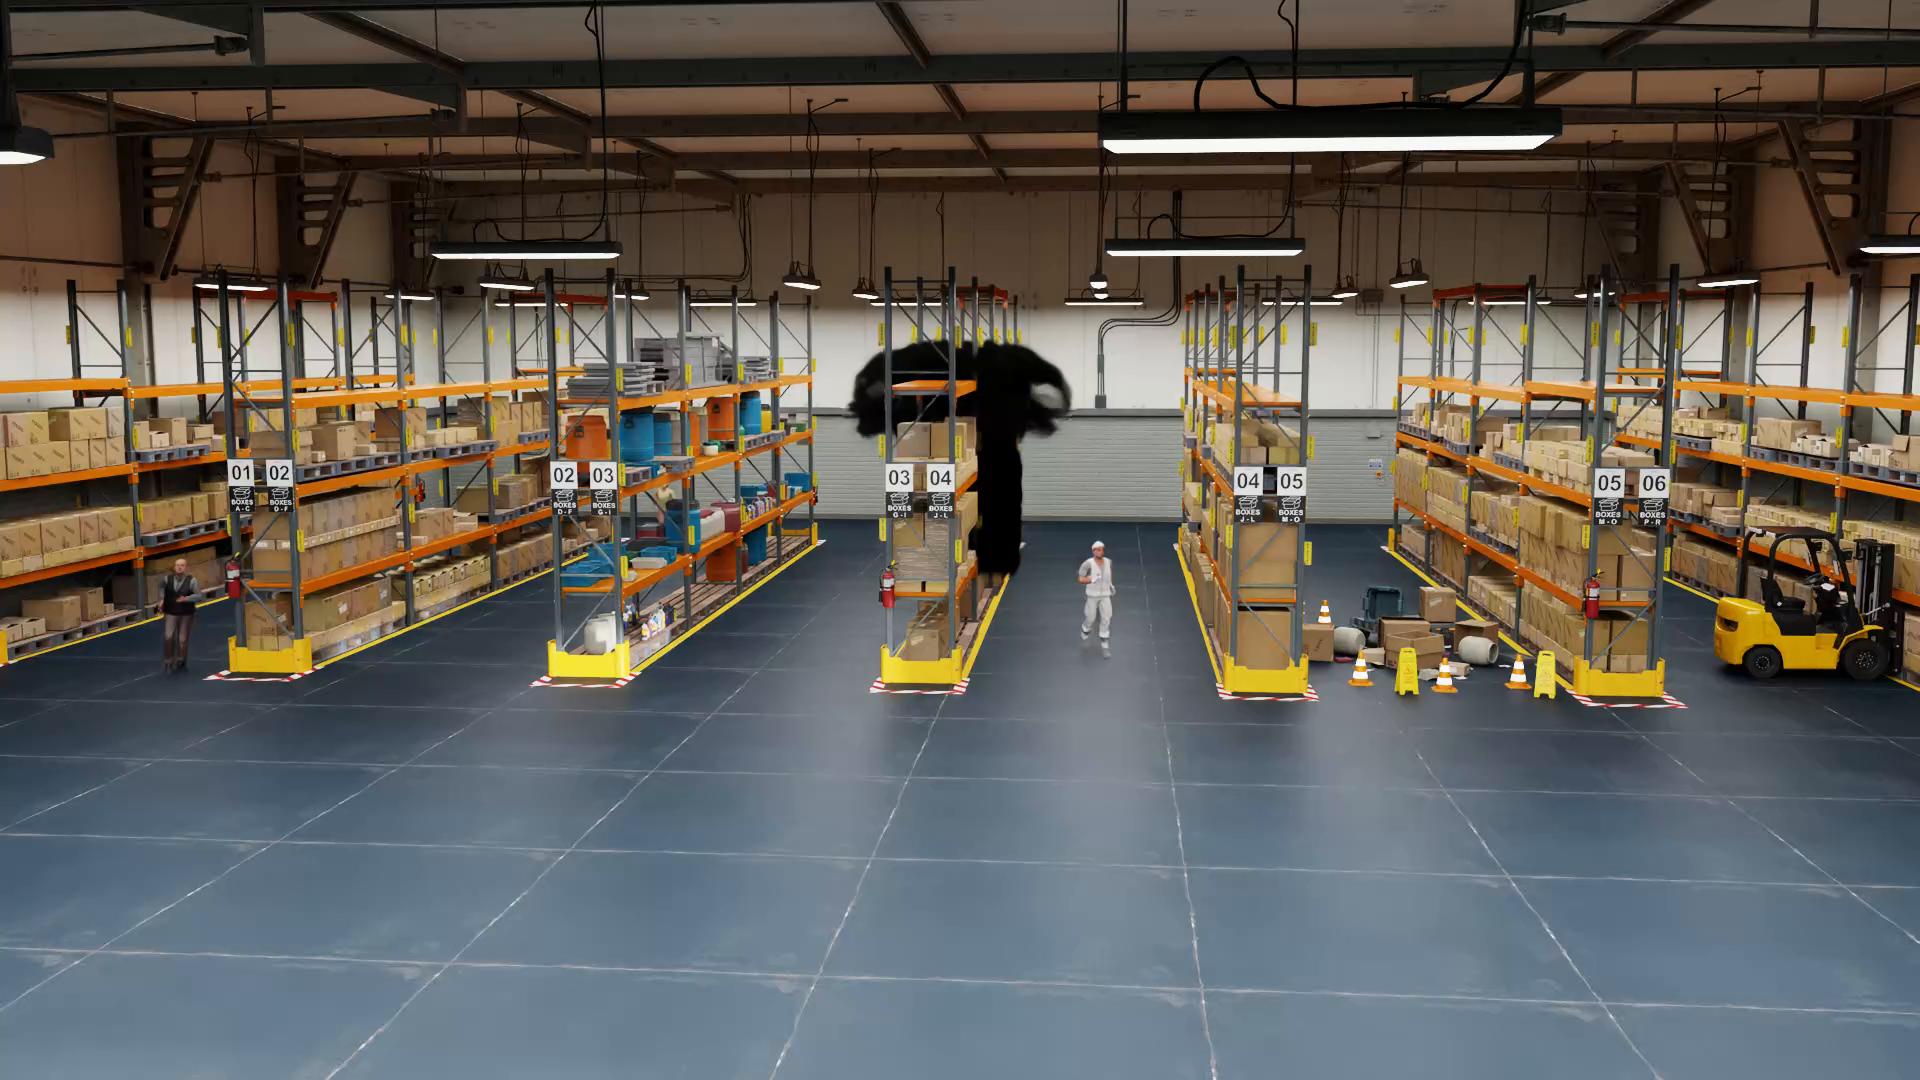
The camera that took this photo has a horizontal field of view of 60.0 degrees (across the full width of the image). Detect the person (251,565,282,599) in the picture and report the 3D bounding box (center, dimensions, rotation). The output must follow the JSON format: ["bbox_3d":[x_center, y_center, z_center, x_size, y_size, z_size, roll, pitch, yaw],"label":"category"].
[{"bbox_3d":[-11.652,0.728,28.182,0.573,1.720,0.883,0,7,-3],"label":"person"}]

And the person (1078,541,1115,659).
[{"bbox_3d":[2.156,0.903,26.241,0.664,1.798,0.944,-2,7,-15],"label":"person"}]

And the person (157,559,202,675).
[{"bbox_3d":[-11.727,1.148,25.005,0.635,1.748,0.725,-2,7,-19],"label":"person"}]

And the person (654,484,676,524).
[{"bbox_3d":[-7.109,-0.675,40.109,0.560,1.654,0.877,0,7,-1],"label":"person"}]
